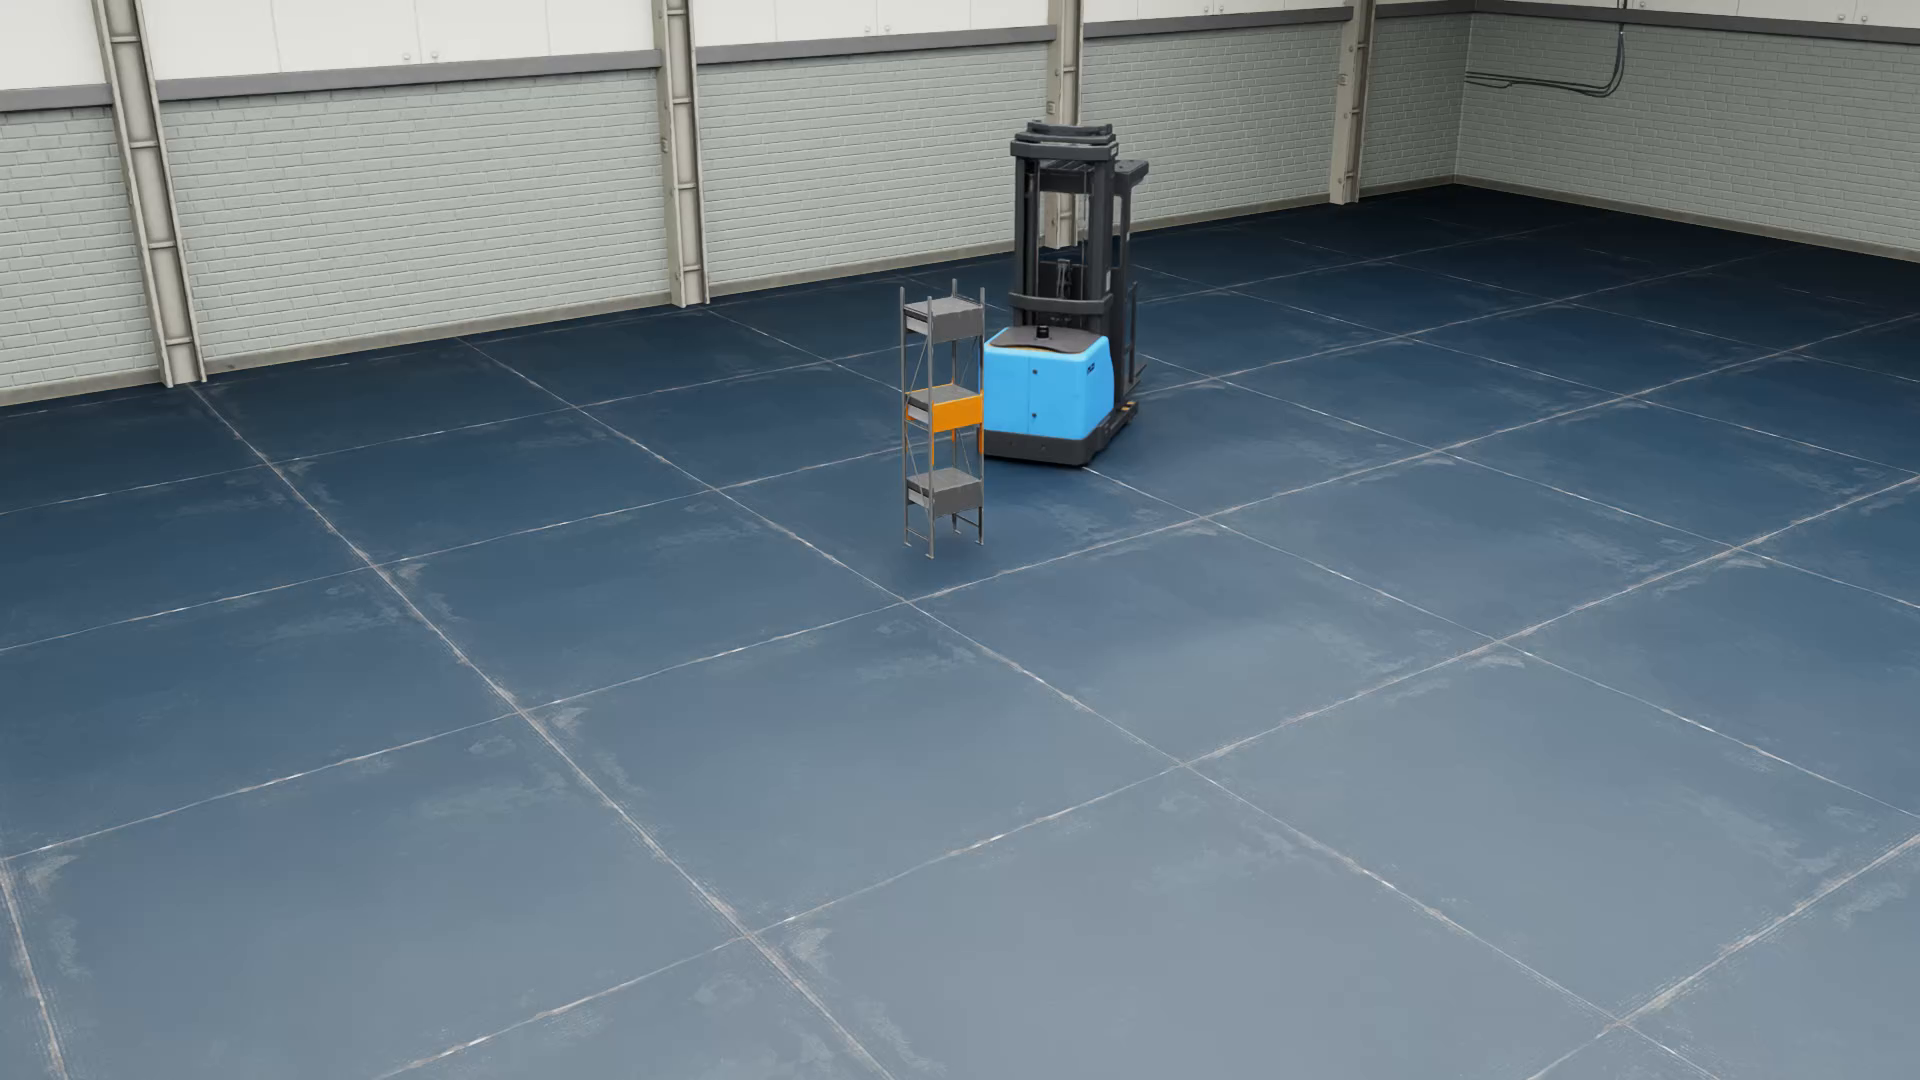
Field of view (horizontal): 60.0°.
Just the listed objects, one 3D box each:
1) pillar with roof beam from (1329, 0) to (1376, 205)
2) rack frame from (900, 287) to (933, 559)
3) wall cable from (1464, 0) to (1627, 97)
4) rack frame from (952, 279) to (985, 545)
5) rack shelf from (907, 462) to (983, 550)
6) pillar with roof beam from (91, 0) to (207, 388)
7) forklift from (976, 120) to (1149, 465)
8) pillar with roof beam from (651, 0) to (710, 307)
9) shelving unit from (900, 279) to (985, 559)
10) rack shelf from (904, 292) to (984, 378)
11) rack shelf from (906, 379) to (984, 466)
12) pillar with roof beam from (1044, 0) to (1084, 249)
[{"bbox_3d":[8.852,-8.474,22.585,0.400,9.000,9.100,-15,26,-33],"label":"pillar with roof beam"},{"bbox_3d":[-0.332,-0.887,12.880,0.015,2.100,0.400,-15,26,-33],"label":"rack frame"},{"bbox_3d":[9.501,-8.567,27.007,0.112,2.526,3.097,-15,26,-33],"label":"wall cable"},{"bbox_3d":[0.064,-0.992,13.144,0.015,2.100,0.400,-15,26,-33],"label":"rack frame"},{"bbox_3d":[-0.134,-0.277,13.276,0.480,0.518,0.431,-15,26,-33],"label":"rack shelf"},{"bbox_3d":[-5.760,-4.578,12.821,0.400,9.000,9.100,-15,26,-33],"label":"pillar with roof beam"},{"bbox_3d":[1.134,-2.551,15.930,1.130,2.935,3.031,8,23,19],"label":"forklift"},{"bbox_3d":[-0.889,-5.877,16.076,0.400,9.000,9.100,-15,26,-33],"label":"pillar with roof beam"},{"bbox_3d":[-0.134,-0.939,13.012,0.503,2.100,0.431,-15,26,-33],"label":"shelving unit"},{"bbox_3d":[-0.134,-1.577,12.758,0.480,0.518,0.431,-15,26,-33],"label":"rack shelf"},{"bbox_3d":[-0.134,-0.927,13.017,0.480,0.518,0.431,-15,26,-33],"label":"rack shelf"},{"bbox_3d":[3.981,-7.175,19.331,0.400,9.000,9.100,-15,26,-33],"label":"pillar with roof beam"}]
